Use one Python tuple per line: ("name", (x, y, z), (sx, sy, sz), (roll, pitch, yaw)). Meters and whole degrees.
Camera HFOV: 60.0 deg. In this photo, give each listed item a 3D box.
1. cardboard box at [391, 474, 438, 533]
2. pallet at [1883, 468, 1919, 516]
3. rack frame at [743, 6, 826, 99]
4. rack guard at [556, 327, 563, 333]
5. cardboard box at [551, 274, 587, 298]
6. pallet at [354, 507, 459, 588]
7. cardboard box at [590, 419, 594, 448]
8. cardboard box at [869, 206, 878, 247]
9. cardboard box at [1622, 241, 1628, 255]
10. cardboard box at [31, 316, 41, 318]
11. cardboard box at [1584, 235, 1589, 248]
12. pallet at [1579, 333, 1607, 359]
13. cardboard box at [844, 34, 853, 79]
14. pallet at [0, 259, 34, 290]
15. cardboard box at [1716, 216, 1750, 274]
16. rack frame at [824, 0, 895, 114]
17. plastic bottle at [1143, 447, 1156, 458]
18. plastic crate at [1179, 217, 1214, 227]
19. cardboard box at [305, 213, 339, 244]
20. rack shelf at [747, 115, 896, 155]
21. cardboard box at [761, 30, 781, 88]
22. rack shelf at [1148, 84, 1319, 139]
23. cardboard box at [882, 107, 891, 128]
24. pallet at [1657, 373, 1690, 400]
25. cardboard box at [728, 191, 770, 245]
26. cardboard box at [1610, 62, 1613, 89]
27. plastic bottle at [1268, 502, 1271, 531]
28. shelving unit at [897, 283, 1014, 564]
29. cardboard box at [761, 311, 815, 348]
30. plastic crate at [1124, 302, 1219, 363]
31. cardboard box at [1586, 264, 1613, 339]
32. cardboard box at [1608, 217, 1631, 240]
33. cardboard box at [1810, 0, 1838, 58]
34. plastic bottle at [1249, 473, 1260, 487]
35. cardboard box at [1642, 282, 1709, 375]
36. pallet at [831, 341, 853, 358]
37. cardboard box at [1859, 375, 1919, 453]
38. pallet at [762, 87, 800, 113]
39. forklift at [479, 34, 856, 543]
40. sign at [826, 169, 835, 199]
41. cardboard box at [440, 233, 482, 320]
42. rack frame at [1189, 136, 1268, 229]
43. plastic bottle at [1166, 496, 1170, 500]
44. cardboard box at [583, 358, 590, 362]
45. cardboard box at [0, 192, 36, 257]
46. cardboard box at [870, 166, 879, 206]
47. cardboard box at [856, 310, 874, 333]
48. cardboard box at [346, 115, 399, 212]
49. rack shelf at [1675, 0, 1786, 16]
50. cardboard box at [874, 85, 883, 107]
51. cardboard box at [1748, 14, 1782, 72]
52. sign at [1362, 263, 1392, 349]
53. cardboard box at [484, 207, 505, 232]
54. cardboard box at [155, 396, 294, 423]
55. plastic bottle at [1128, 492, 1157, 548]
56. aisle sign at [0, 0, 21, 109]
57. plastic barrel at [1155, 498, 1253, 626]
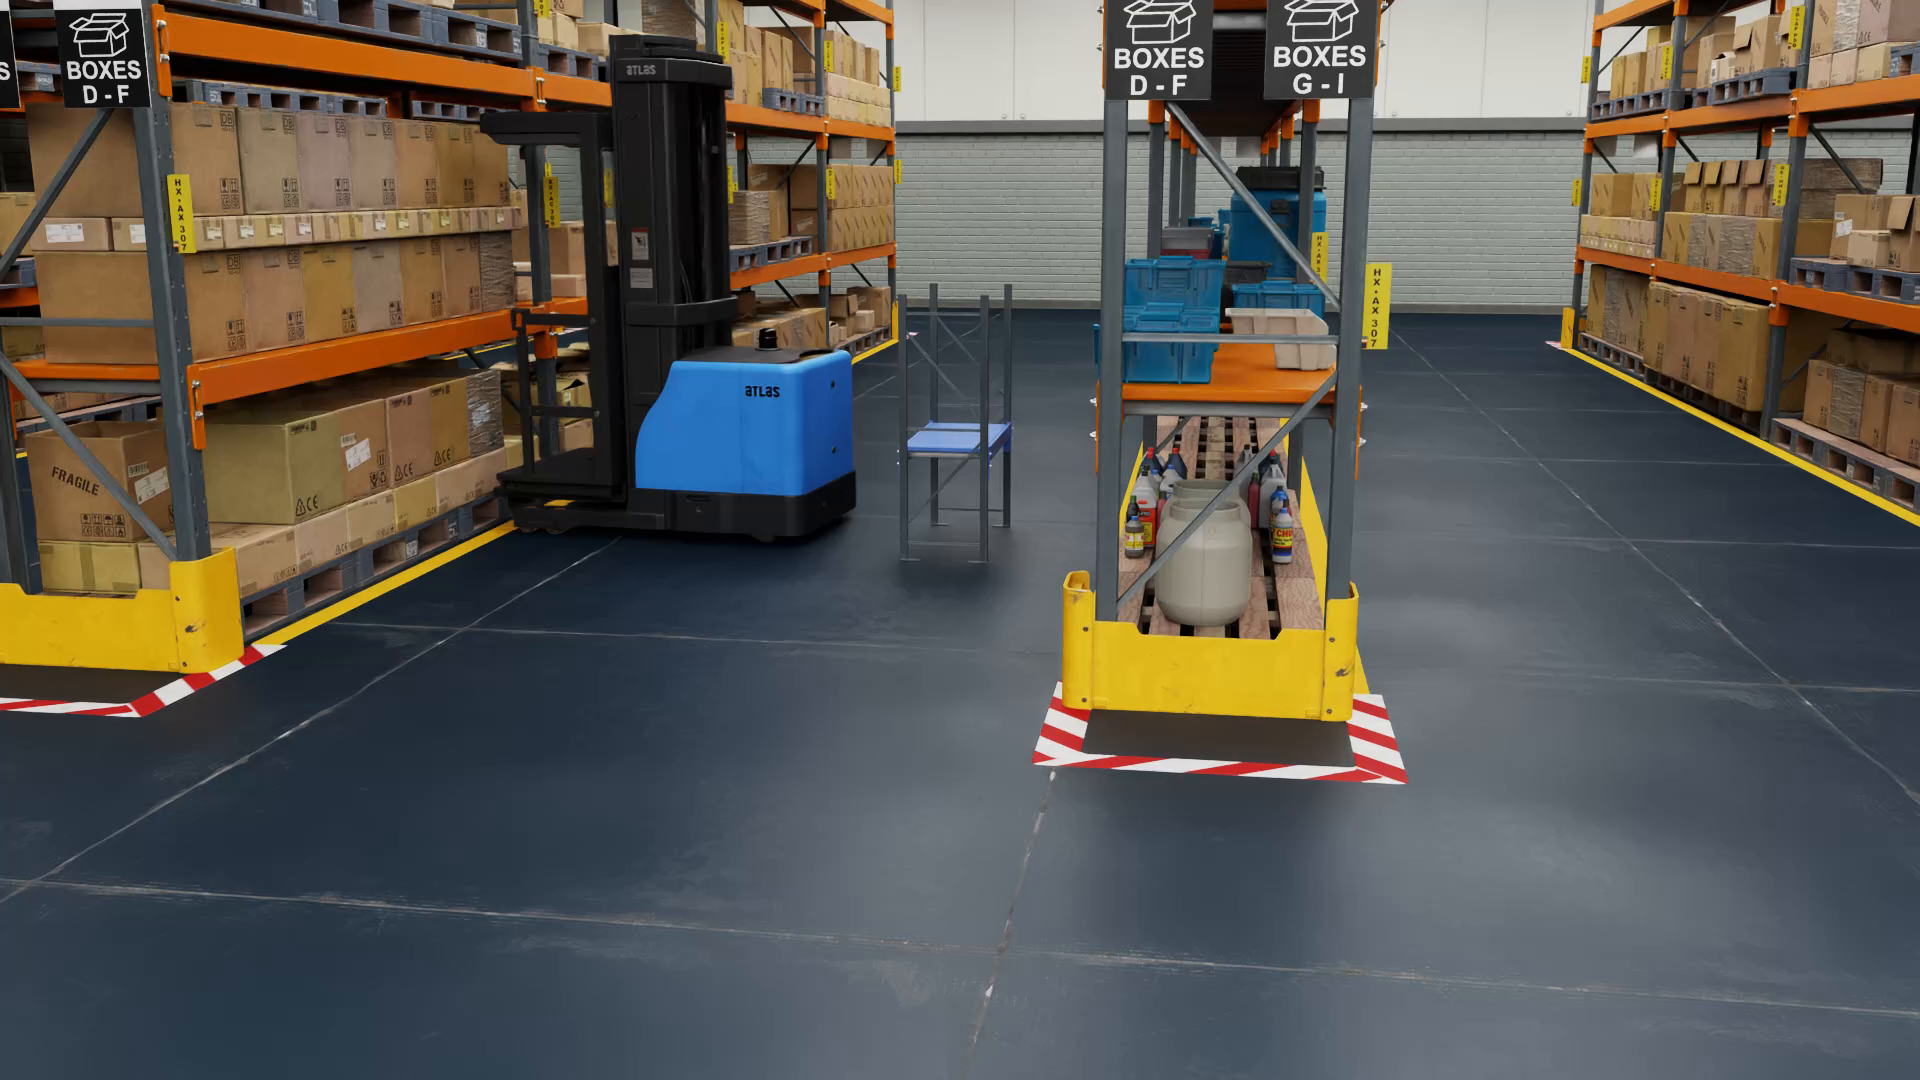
("cardboard box", (-3.309, -0.217, 9.409), (0.500, 0.250, 0.500), (2, 12, 9))
("pallet", (6.678, -0.249, 10.647), (1.003, 0.211, 1.213), (2, 12, 9))
("rack frame", (-1.998, -6.370, 18.190), (1.000, 3.000, 0.127), (2, 12, 9))
("rack guard", (-6.275, -3.212, 23.713), (1.175, 0.500, 0.348), (2, 12, 9))
("cardboard box", (-2.890, -1.827, 11.946), (0.380, 0.149, 0.250), (2, 12, 9))
("pallet", (-3.578, 0.010, 9.444), (1.003, 0.211, 1.213), (2, 12, 9))
("cardboard box", (-2.842, -0.815, 12.186), (0.500, 0.250, 0.500), (2, 12, 10))
("cardboard box", (-1.341, -4.005, 21.219), (0.500, 0.500, 0.500), (2, 12, 9))
("cardboard box", (7.671, -3.281, 18.693), (0.380, 0.149, 0.250), (2, 12, 10))
("cardboard box", (-7.792, -1.748, 14.095), (0.500, 0.250, 0.500), (2, 12, 8))
("cardboard box", (7.986, -3.708, 20.678), (0.380, 0.149, 0.250), (2, 12, 8))
("pallet", (8.359, -2.416, 20.702), (1.003, 0.211, 1.213), (2, 12, 9))
("cardboard box", (-1.673, -5.747, 19.811), (0.700, 0.500, 0.500), (2, 12, 9))
("pallet", (-7.863, -1.992, 12.572), (1.003, 0.211, 1.213), (2, 12, 9))
("cardboard box", (7.165, -2.654, 14.951), (0.500, 0.500, 0.500), (1, 12, 7))
("rack frame", (-1.383, -7.202, 22.053), (1.000, 3.000, 0.127), (2, 12, 9))
("plastic bottle", (1.183, -0.440, 10.345), (0.097, 0.271, 0.097), (0, 12, 0))
("plastic crate", (2.630, -3.406, 18.571), (0.392, 0.384, 0.575), (2, 12, 9))
("cardboard box", (-3.413, -1.595, 8.496), (0.380, 0.149, 0.250), (1, 12, 7))
("rack shelf", (-1.691, -4.968, 20.513), (1.077, 0.370, 4.000), (2, 12, 9))
("cardboard box", (-2.229, -4.964, 17.316), (0.600, 0.600, 0.600), (2, 12, 8))
("rack shelf", (1.973, -3.141, 12.038), (1.077, 0.370, 4.000), (2, 12, 9))
("cardboard box", (-1.202, -5.547, 21.849), (0.500, 0.250, 0.500), (2, 12, 9))
("pallet", (7.745, -1.589, 16.866), (1.003, 0.211, 1.213), (2, 12, 9))
("cardboard box", (-2.299, -3.177, 16.383), (0.700, 0.500, 0.500), (4, 13, 19))
("cardboard box", (8.378, -5.607, 20.301), (0.700, 0.500, 0.500), (1, 12, 5))
("plastic bottle", (1.752, -0.148, 9.157), (0.097, 0.201, 0.097), (0, 12, 0))
("shelving unit", (-0.013, -0.715, 9.753), (0.538, 1.500, 1.048), (2, 12, 9))
("cardboard box", (-1.875, -2.215, 18.043), (0.500, 0.500, 0.500), (2, 12, 9))
("plastic crate", (0.937, -0.954, 7.653), (0.499, 0.251, 0.408), (2, 12, 9))
("cardboard box", (8.385, -2.979, 20.742), (0.875, 0.875, 0.875), (2, 12, 9))
("cardboard box", (7.835, -3.607, 19.261), (0.500, 0.250, 0.500), (2, 12, 8))
("cardboard box", (6.848, -3.953, 12.671), (0.500, 0.500, 0.500), (2, 12, 9))
("plastic bottle", (1.667, -0.245, 9.414), (0.061, 0.283, 0.133), (2, 12, 9))
("cardboard box", (7.711, -2.148, 16.887), (1.225, 0.875, 0.875), (2, 12, 9))
("pallet", (-1.892, -2.217, 19.779), (1.003, 0.211, 1.213), (2, 12, 9))
("cardboard box", (6.938, -0.901, 11.945), (0.700, 0.500, 0.500), (3, 13, 13))
("pallet", (-2.324, -4.462, 16.904), (1.213, 0.211, 1.003), (2, 12, 9))
("forklift", (-2.240, -1.569, 10.318), (3.031, 2.935, 1.130), (3, 13, 15))
("sign", (-1.449, -3.986, 18.620), (0.100, 0.325, 0.005), (2, 12, 9))
("cardboard box", (-3.365, -1.618, 10.144), (0.700, 0.500, 0.500), (2, 12, 8))
("rack frame", (3.511, -4.108, 21.937), (1.000, 3.000, 0.127), (2, 12, 9))
("plastic bottle", (1.134, -0.142, 9.129), (0.097, 0.201, 0.097), (0, 12, 0))
("cardboard box", (-2.684, -1.305, 13.128), (0.500, 0.311, 0.500), (2, 12, 10))
("cardboard box", (-7.849, -2.554, 13.444), (0.700, 0.500, 0.500), (4, 13, 16))
("cardboard box", (-1.332, -4.493, 21.109), (0.500, 0.500, 0.500), (2, 12, 10))
("cardboard box", (-1.399, -2.823, 21.453), (0.500, 0.250, 0.500), (2, 12, 9))
("cardboard box", (-3.522, -2.049, 9.063), (0.700, 0.500, 0.500), (2, 12, 9))
("rack shelf", (7.482, -5.084, 14.883), (1.077, 0.370, 4.000), (2, 12, 9))
("cardboard box", (-1.287, -5.688, 21.315), (0.500, 0.250, 0.500), (2, 12, 9))
("cardboard box", (7.243, -4.315, 14.541), (0.500, 0.500, 0.500), (3, 12, 12))
("sign", (1.593, -0.894, 6.366), (0.100, 0.325, 0.005), (2, 12, 9))
("cardboard box", (-3.099, -2.023, 10.482), (0.380, 0.149, 0.250), (2, 12, 7))
("cardboard box", (-3.916, -0.497, 8.928), (0.500, 0.500, 0.500), (2, 12, 9))
("plastic bottle", (0.965, -0.109, 8.802), (0.152, 0.276, 0.135), (2, 12, 9))
("aisle sign", (-4.144, -2.206, 6.937), (0.394, 0.787, 0.004), (2, 12, 9))
("plastic barrel", (1.076, 0.094, 7.347), (0.421, 0.512, 0.421), (0, 12, 0))
